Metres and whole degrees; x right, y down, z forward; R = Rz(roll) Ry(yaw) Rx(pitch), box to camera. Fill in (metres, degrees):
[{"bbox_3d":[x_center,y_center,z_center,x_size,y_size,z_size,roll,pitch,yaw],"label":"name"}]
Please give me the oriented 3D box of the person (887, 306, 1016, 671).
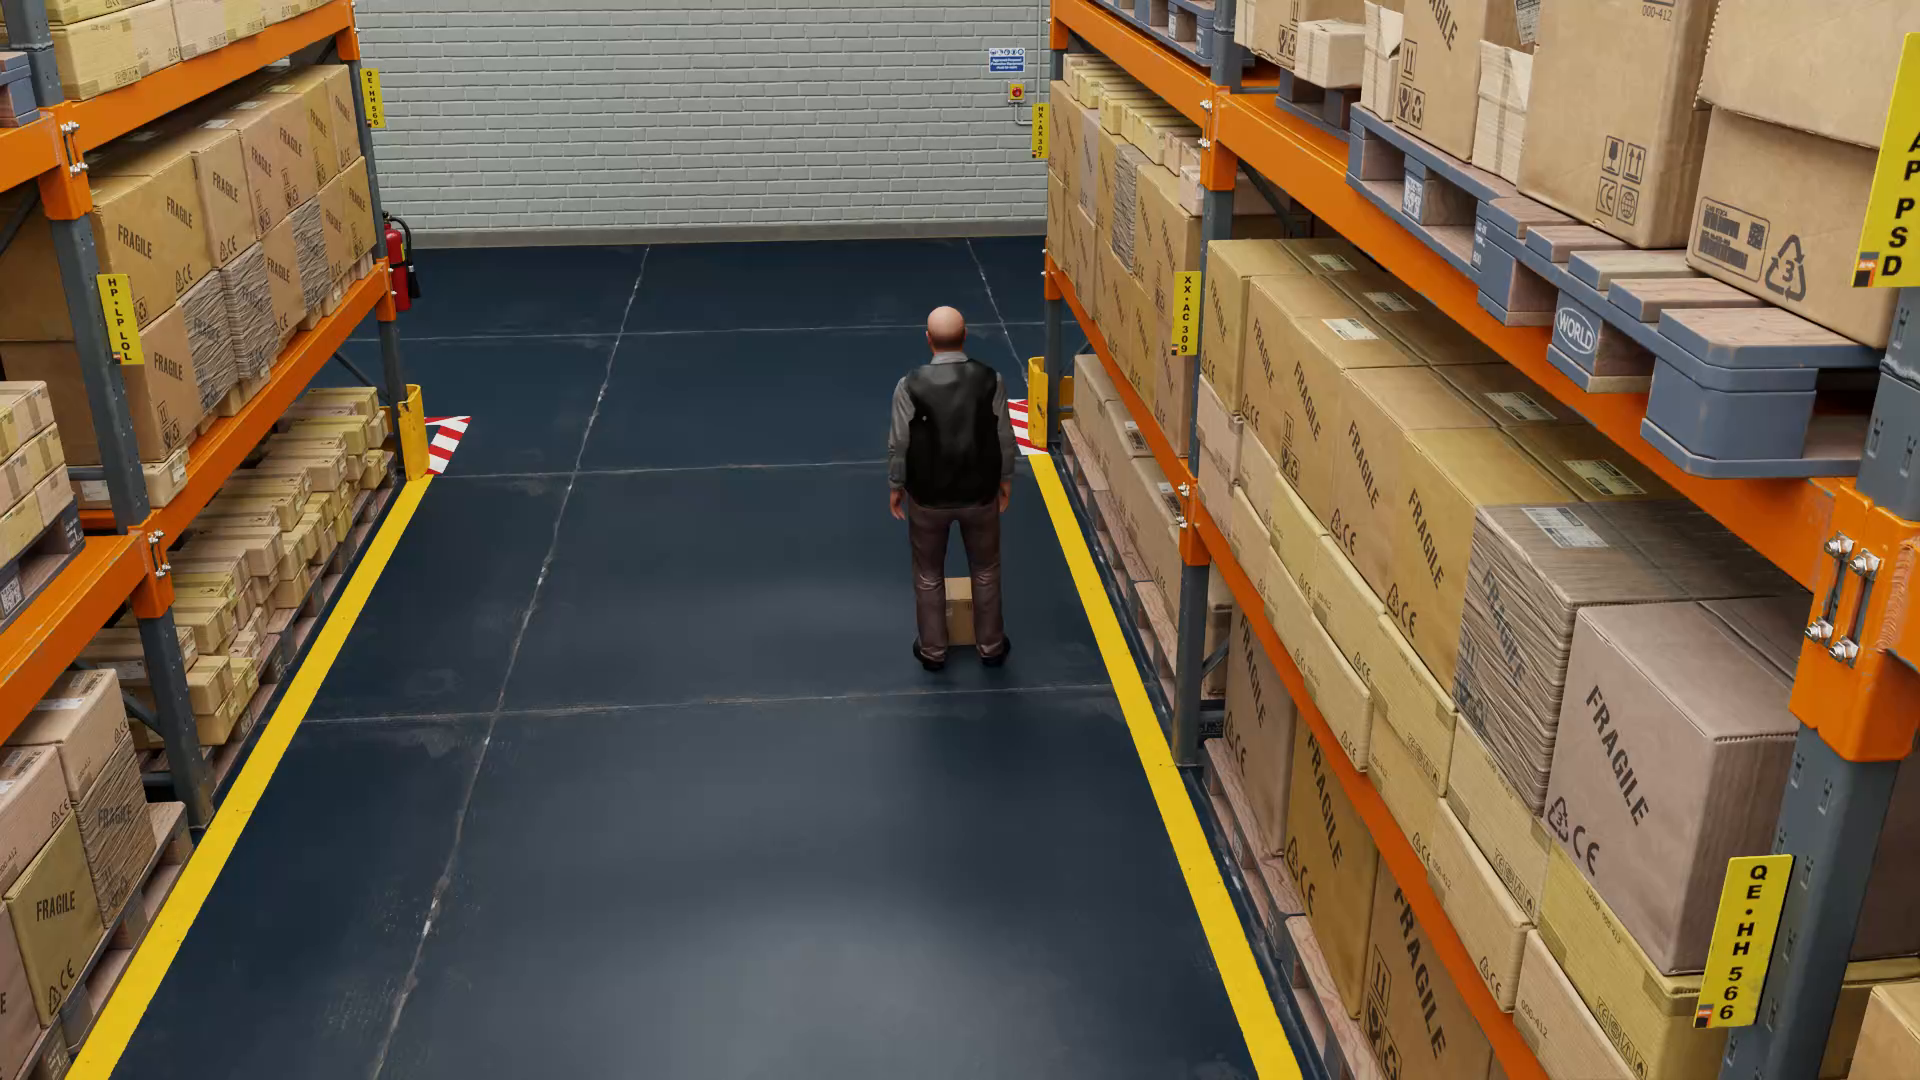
[{"bbox_3d":[-0.034,-0.209,7.608,0.593,1.722,0.410,-3,24,-7],"label":"person"}]
